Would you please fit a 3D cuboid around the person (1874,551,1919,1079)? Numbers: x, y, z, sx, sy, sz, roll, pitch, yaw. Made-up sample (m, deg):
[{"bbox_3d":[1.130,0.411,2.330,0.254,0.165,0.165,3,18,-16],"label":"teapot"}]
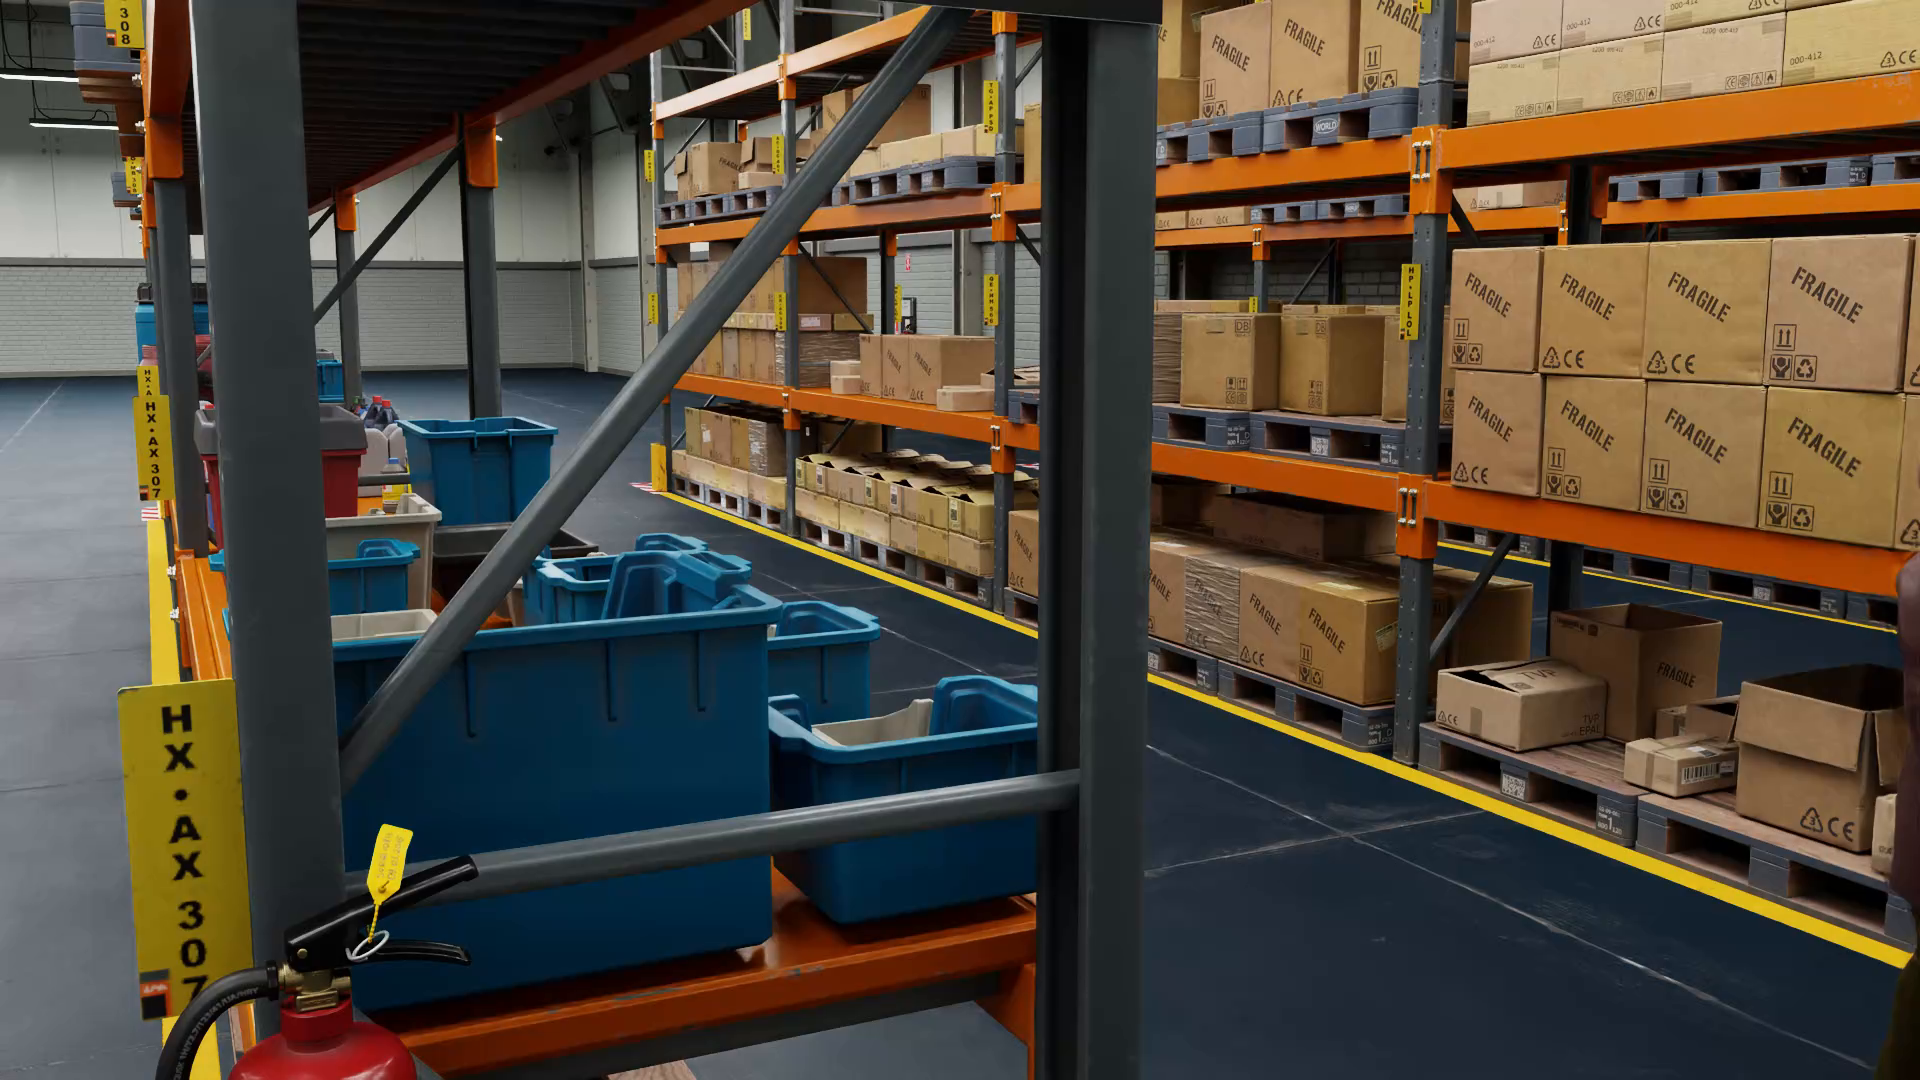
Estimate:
[{"bbox_3d":[2.442,0.649,3.894,0.588,1.809,0.491,-4,9,-27],"label":"person"}]
